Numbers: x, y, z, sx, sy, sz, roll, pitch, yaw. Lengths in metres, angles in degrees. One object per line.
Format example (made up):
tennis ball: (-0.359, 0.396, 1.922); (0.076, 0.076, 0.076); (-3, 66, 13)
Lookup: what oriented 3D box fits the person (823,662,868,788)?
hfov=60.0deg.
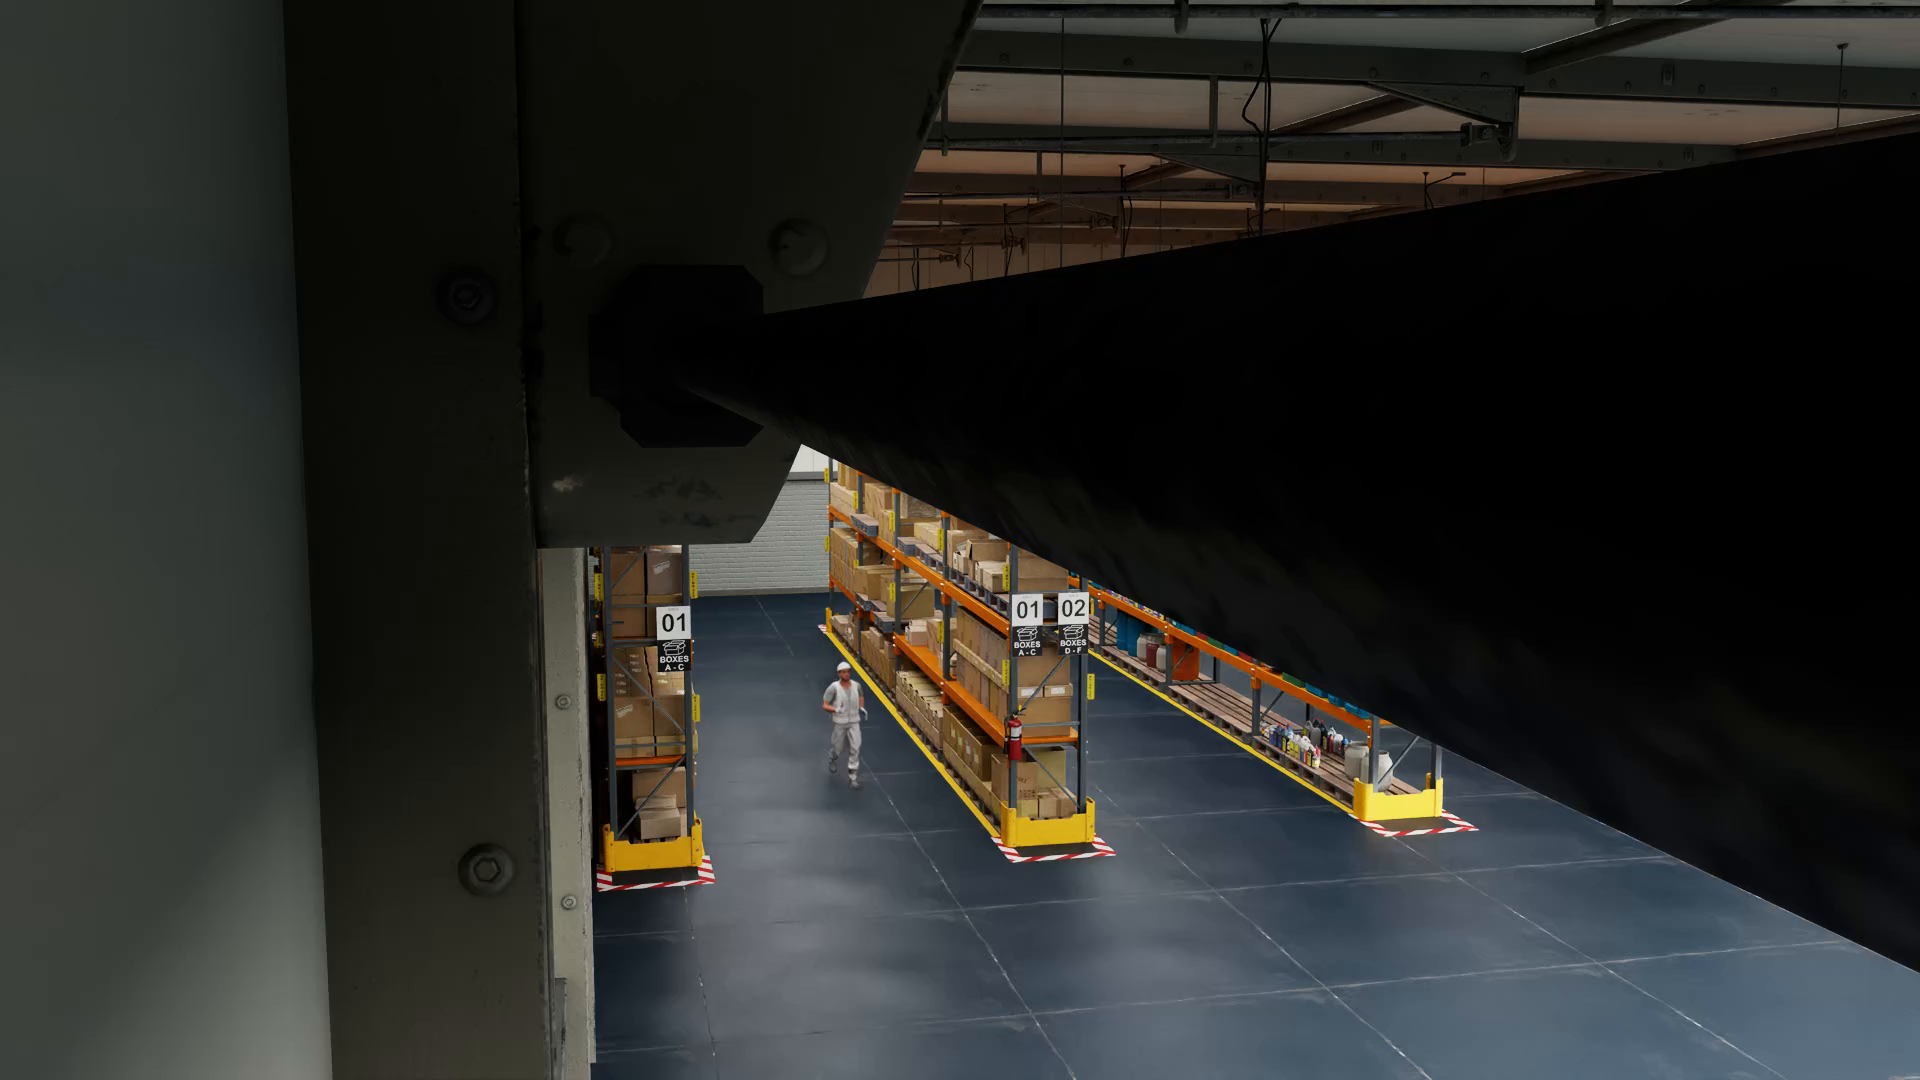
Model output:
person: (-1.645, 2.626, 23.856); (0.669, 1.764, 0.908); (-3, 7, -22)
